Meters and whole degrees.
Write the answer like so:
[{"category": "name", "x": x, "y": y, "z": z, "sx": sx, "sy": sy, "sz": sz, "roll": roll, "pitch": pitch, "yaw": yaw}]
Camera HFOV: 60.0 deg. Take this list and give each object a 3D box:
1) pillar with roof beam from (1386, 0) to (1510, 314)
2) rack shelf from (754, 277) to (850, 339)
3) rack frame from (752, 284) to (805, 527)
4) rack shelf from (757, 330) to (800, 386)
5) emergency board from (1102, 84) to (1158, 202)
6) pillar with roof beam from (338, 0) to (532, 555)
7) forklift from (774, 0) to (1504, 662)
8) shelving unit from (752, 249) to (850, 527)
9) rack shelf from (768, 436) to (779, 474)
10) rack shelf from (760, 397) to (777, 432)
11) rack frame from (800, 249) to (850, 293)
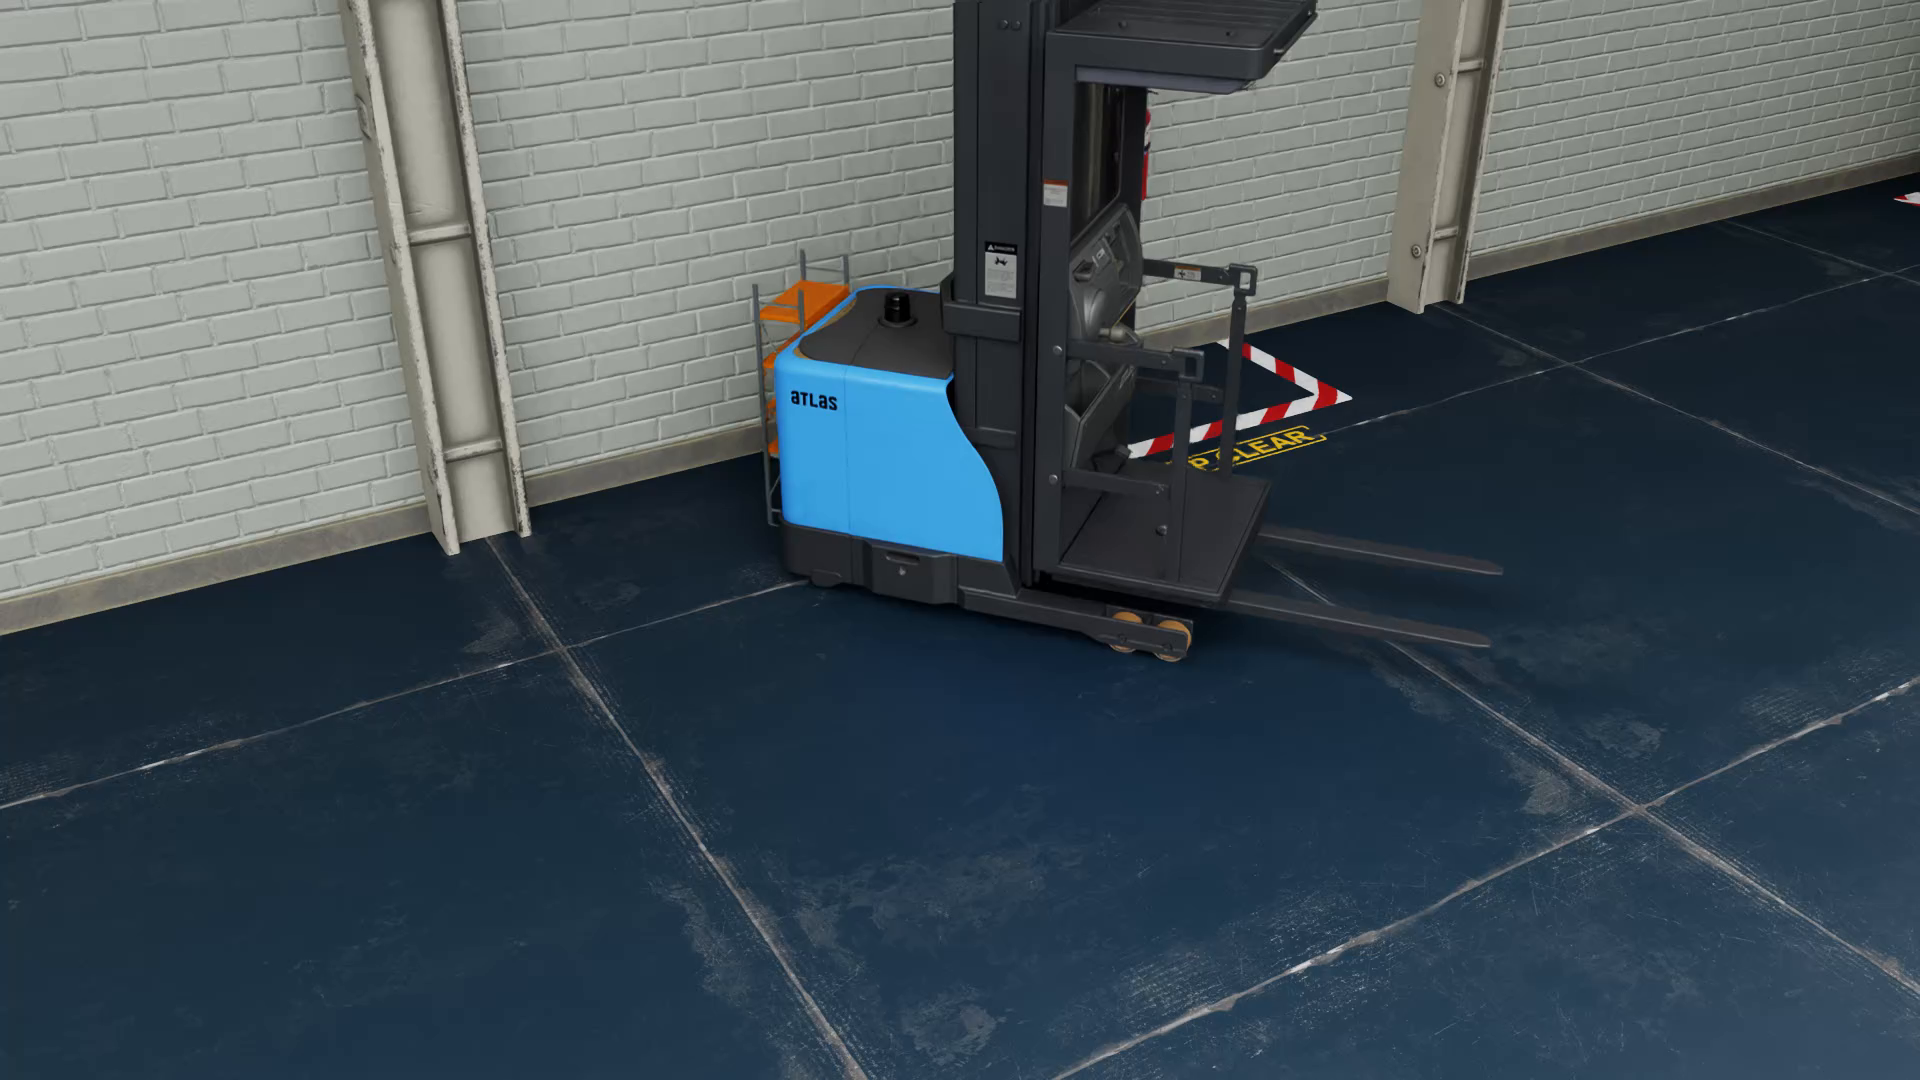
[{"category": "pillar with roof beam", "x": 5.101, "y": -3.656, "z": 5.062, "sx": 0.400, "sy": 9.000, "sz": 9.100, "roll": -16, "pitch": 33, "yaw": -26}, {"category": "rack shelf", "x": -0.711, "y": -1.034, "z": 7.568, "sx": 0.258, "sy": 0.148, "sz": 0.480, "roll": 10, "pitch": 30, "yaw": 18}, {"category": "rack frame", "x": -0.795, "y": -0.579, "z": 7.557, "sx": 0.240, "sy": 1.200, "sz": 0.015, "roll": 10, "pitch": 30, "yaw": 18}, {"category": "rack shelf", "x": -0.711, "y": -0.827, "z": 7.682, "sx": 0.258, "sy": 0.148, "sz": 0.480, "roll": 10, "pitch": 30, "yaw": 18}, {"category": "emergency board", "x": 0.770, "y": -2.234, "z": 8.694, "sx": 0.643, "sy": 1.169, "sz": 0.194, "roll": -16, "pitch": 33, "yaw": -26}, {"category": "pillar with roof beam", "x": -0.072, "y": -2.188, "z": 2.400, "sx": 0.400, "sy": 9.000, "sz": 9.100, "roll": -16, "pitch": 33, "yaw": -26}, {"category": "forklift", "x": 0.777, "y": -1.074, "z": 6.662, "sx": 3.031, "sy": 2.935, "sz": 1.130, "roll": 10, "pitch": 30, "yaw": 18}, {"category": "shelving unit", "x": -0.710, "y": -0.690, "z": 7.757, "sx": 0.258, "sy": 1.200, "sz": 0.503, "roll": 10, "pitch": 30, "yaw": 18}, {"category": "rack shelf", "x": -0.710, "y": -0.457, "z": 7.885, "sx": 0.258, "sy": 0.148, "sz": 0.480, "roll": 10, "pitch": 30, "yaw": 18}, {"category": "rack shelf", "x": -0.710, "y": -0.631, "z": 7.789, "sx": 0.258, "sy": 0.148, "sz": 0.480, "roll": 10, "pitch": 30, "yaw": 18}, {"category": "rack frame", "x": -0.626, "y": -0.800, "z": 7.957, "sx": 0.240, "sy": 1.200, "sz": 0.015, "roll": 10, "pitch": 30, "yaw": 18}]
